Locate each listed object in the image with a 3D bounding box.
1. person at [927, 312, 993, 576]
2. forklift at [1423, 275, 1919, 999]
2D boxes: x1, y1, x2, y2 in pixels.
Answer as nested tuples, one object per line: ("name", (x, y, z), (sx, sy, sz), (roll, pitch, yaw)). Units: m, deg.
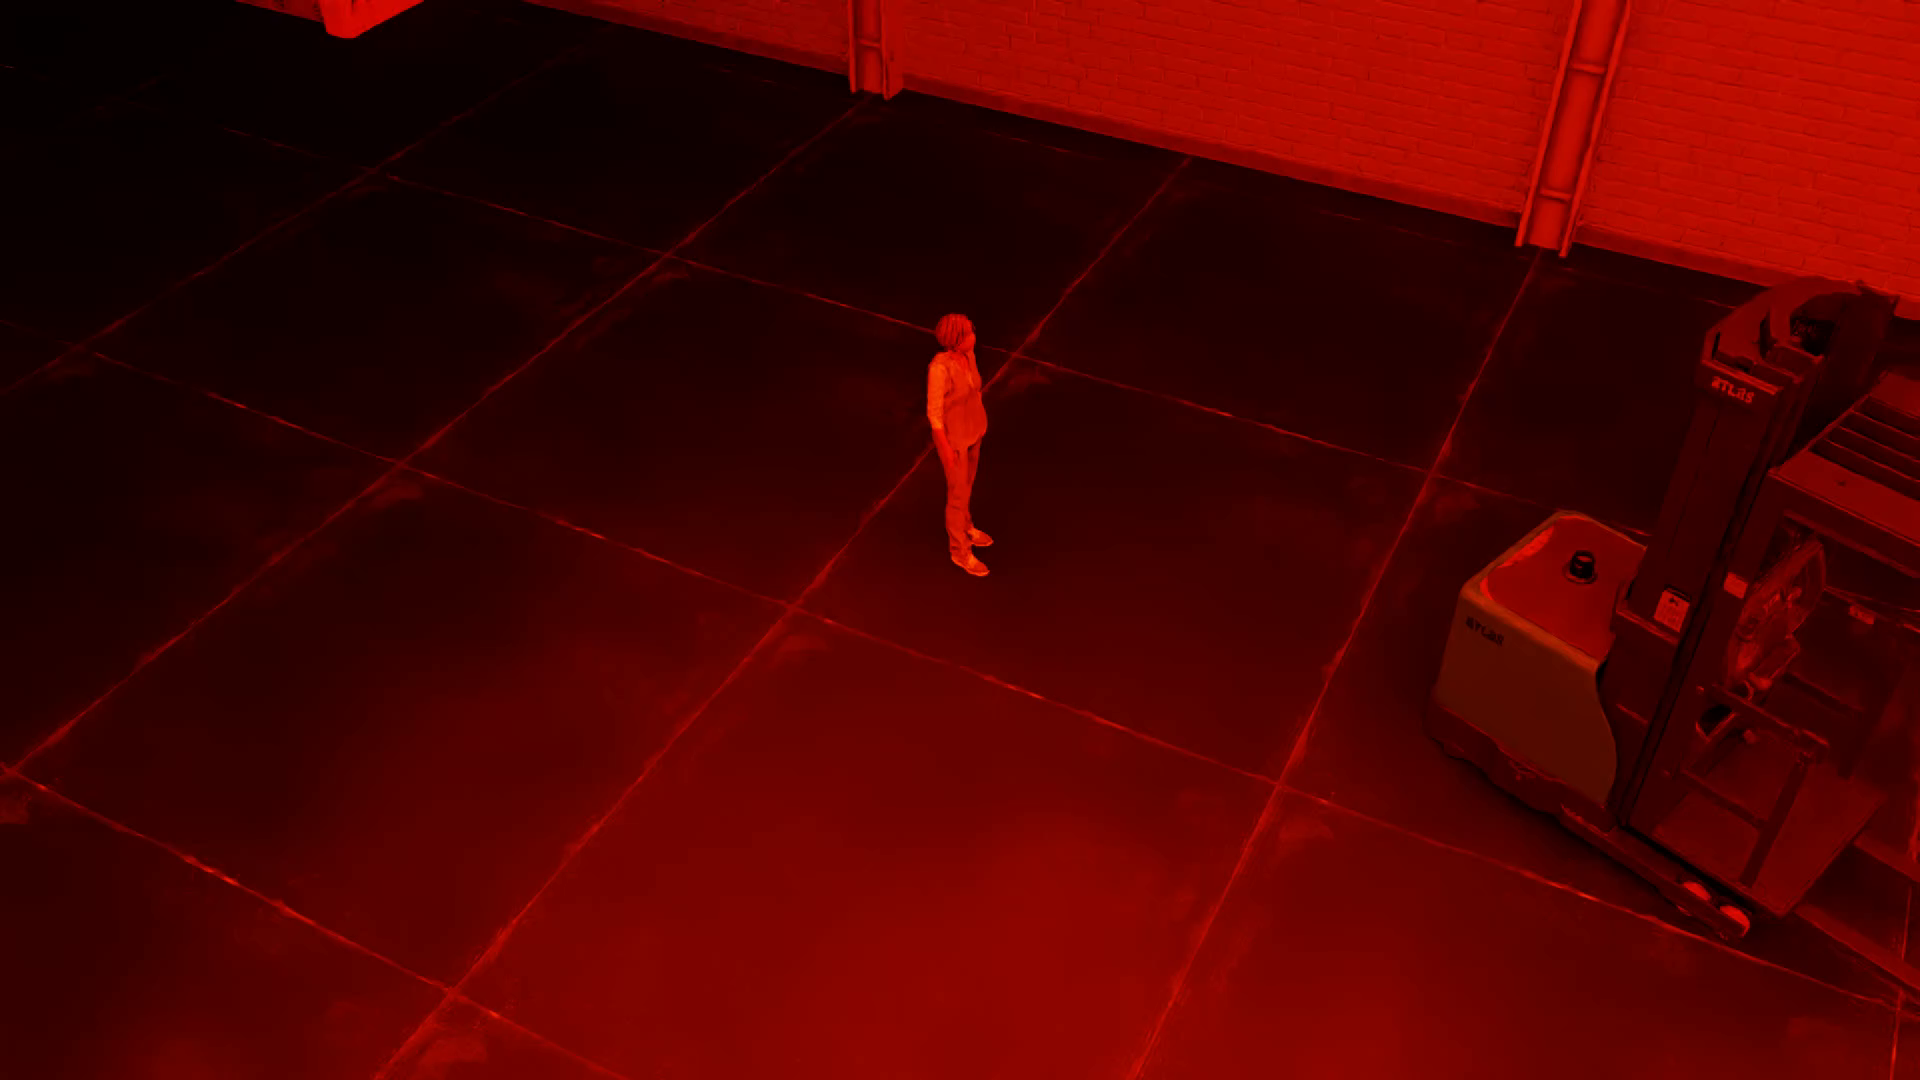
("person", (0.059, -0.586, 9.707), (0.474, 1.597, 0.521), (18, 43, 21))
("forklift", (3.865, 0.422, 7.485), (1.130, 2.935, 3.031), (-31, 49, -31))
